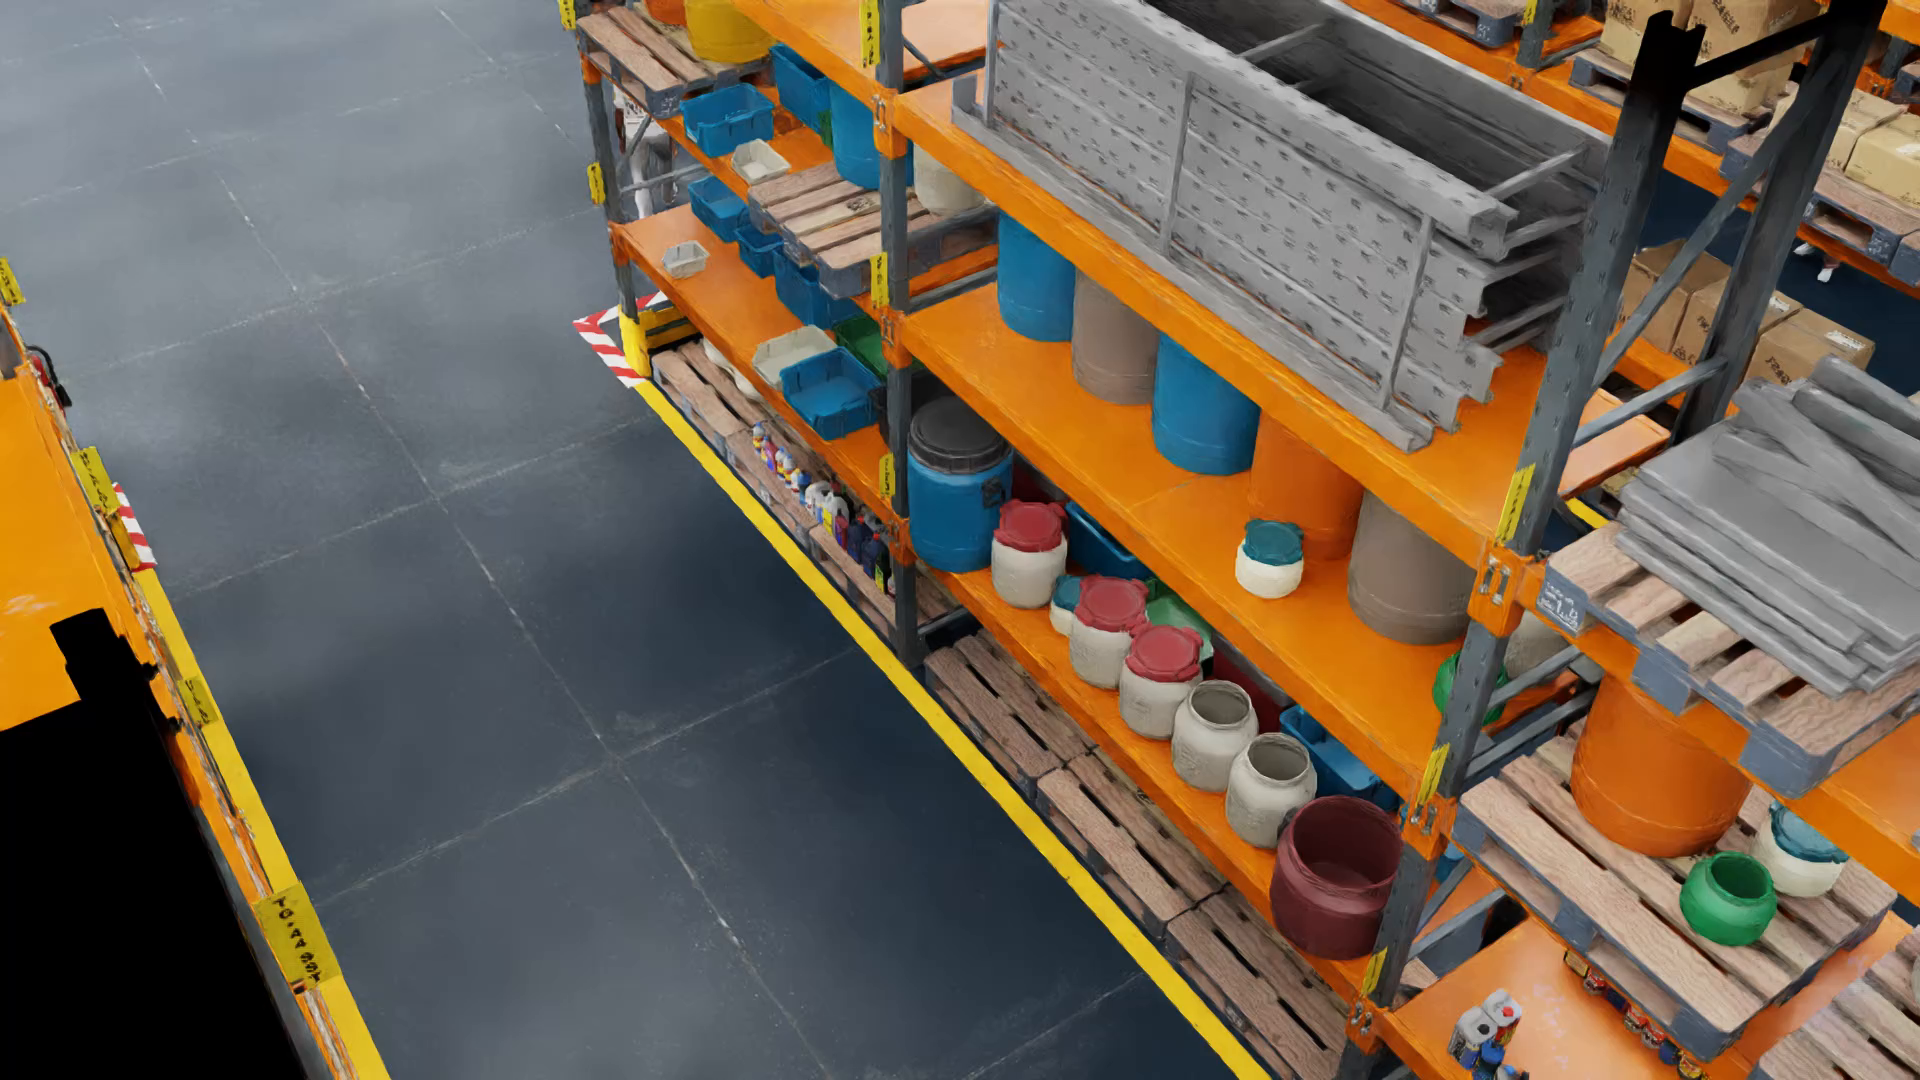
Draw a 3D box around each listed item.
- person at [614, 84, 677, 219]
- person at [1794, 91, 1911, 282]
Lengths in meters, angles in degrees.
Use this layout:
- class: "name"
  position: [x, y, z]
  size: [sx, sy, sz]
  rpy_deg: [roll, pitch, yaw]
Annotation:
- class: "person"
  position: [-2.718, -3.490, 14.358]
  size: [0.505, 1.610, 0.935]
  rpy_deg: [-9, 43, -9]
- class: "person"
  position: [7.384, -2.933, 13.716]
  size: [0.492, 1.671, 0.435]
  rpy_deg: [22, 47, 22]
